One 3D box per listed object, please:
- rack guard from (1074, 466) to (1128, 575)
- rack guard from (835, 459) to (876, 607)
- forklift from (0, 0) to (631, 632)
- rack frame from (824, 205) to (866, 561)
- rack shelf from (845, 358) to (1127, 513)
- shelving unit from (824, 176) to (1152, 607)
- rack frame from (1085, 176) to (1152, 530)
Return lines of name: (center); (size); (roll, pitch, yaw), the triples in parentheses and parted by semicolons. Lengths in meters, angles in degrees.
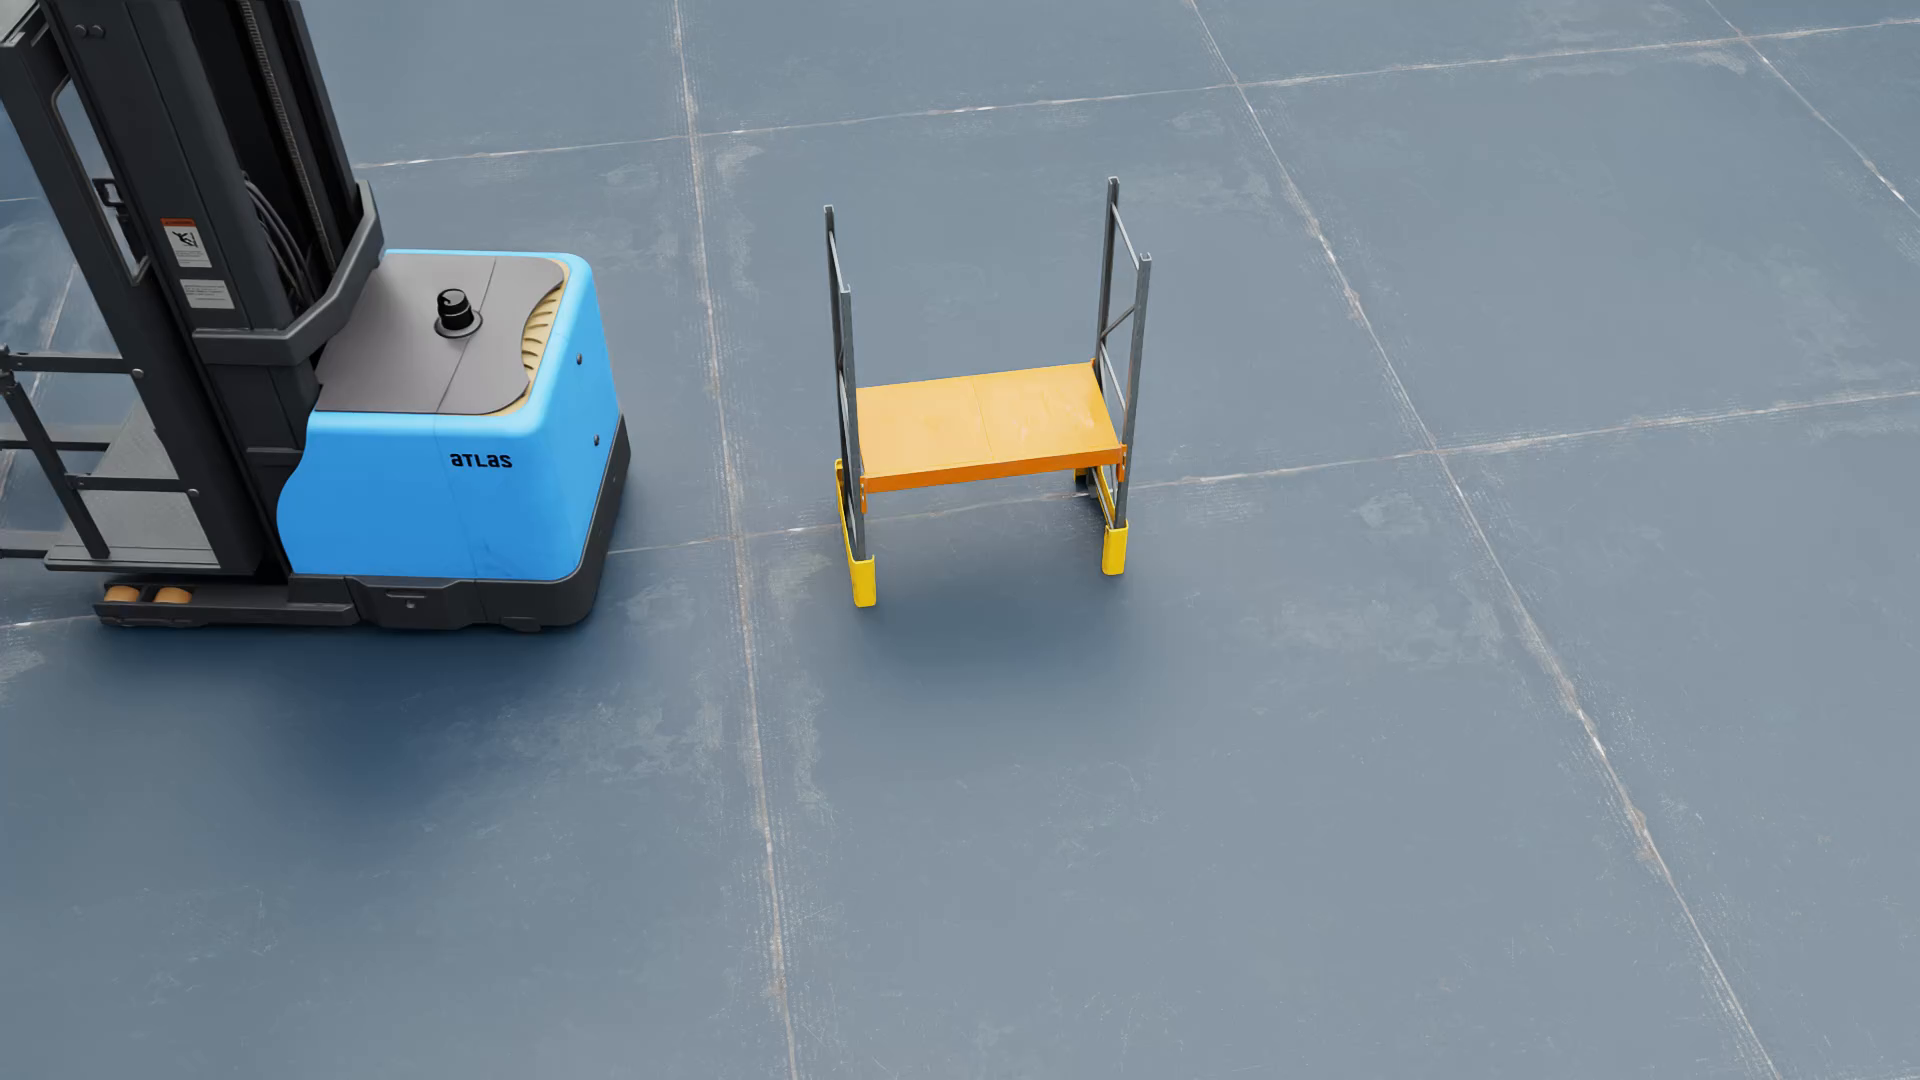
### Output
rack guard: (0.566, -0.157, 6.728); (0.087, 0.250, 0.587); (-7, 46, -7)
rack guard: (-0.416, -0.035, 6.610); (0.087, 0.250, 0.587); (-7, 46, -7)
forklift: (-2.913, -1.057, 5.733); (3.031, 2.935, 1.130); (2, 46, 2)
rack frame: (-0.417, -0.468, 6.160); (0.032, 1.500, 0.500); (-7, 46, -7)
rack shelf: (0.084, -0.406, 6.350); (1.000, 0.185, 0.538); (-7, 46, -7)
shelving unit: (0.075, -0.530, 6.219); (1.083, 1.500, 0.587); (-7, 46, -7)
rack frame: (0.585, -0.593, 6.280); (0.032, 1.500, 0.500); (-7, 46, -7)
